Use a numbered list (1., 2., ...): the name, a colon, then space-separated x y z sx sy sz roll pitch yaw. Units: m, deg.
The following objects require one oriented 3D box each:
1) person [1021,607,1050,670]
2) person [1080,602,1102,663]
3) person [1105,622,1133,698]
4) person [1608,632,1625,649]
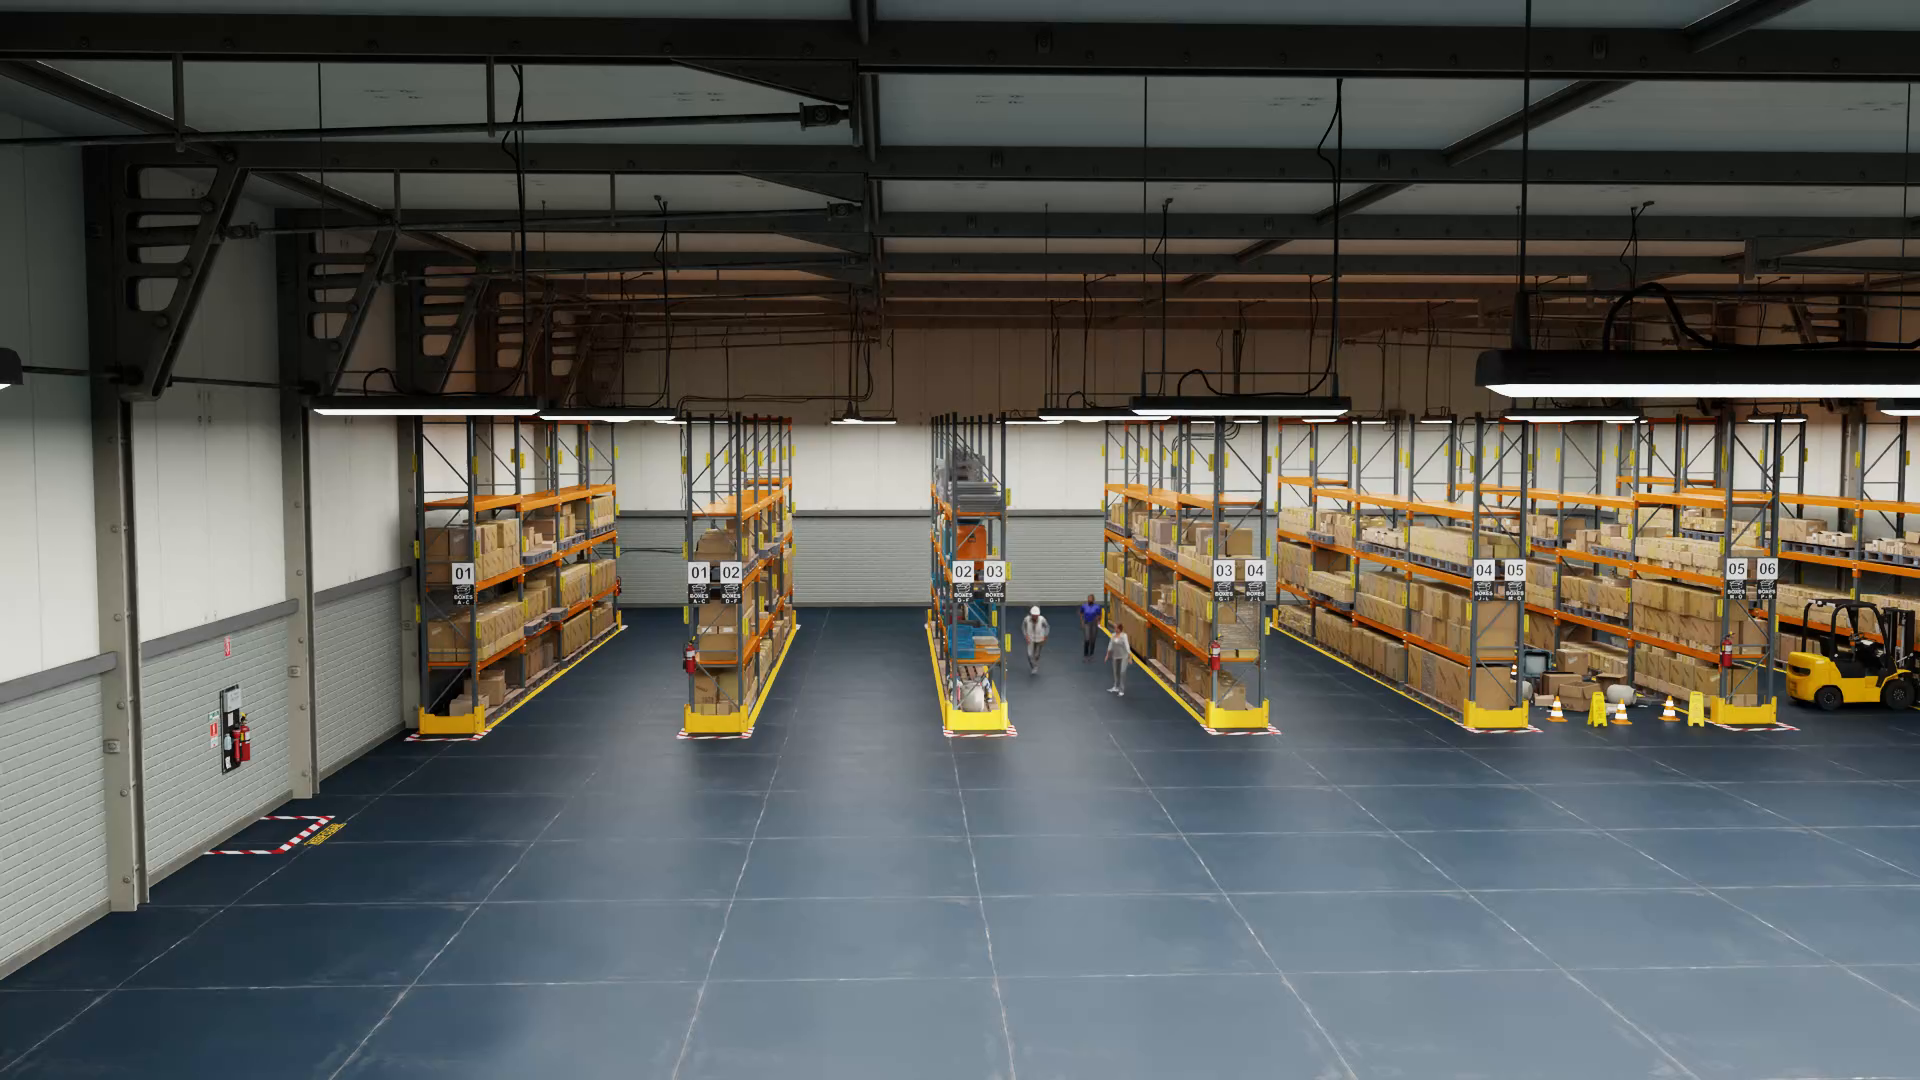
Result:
1. person: 1.752 2.278 38.534 0.666 1.527 0.953 0 4 3
2. person: 3.196 2.249 40.543 0.521 1.492 0.632 0 4 -1
3. person: 3.407 2.534 35.484 0.645 1.601 0.648 3 5 34
4. person: 16.443 2.063 41.517 0.568 1.660 0.621 0 4 -3
